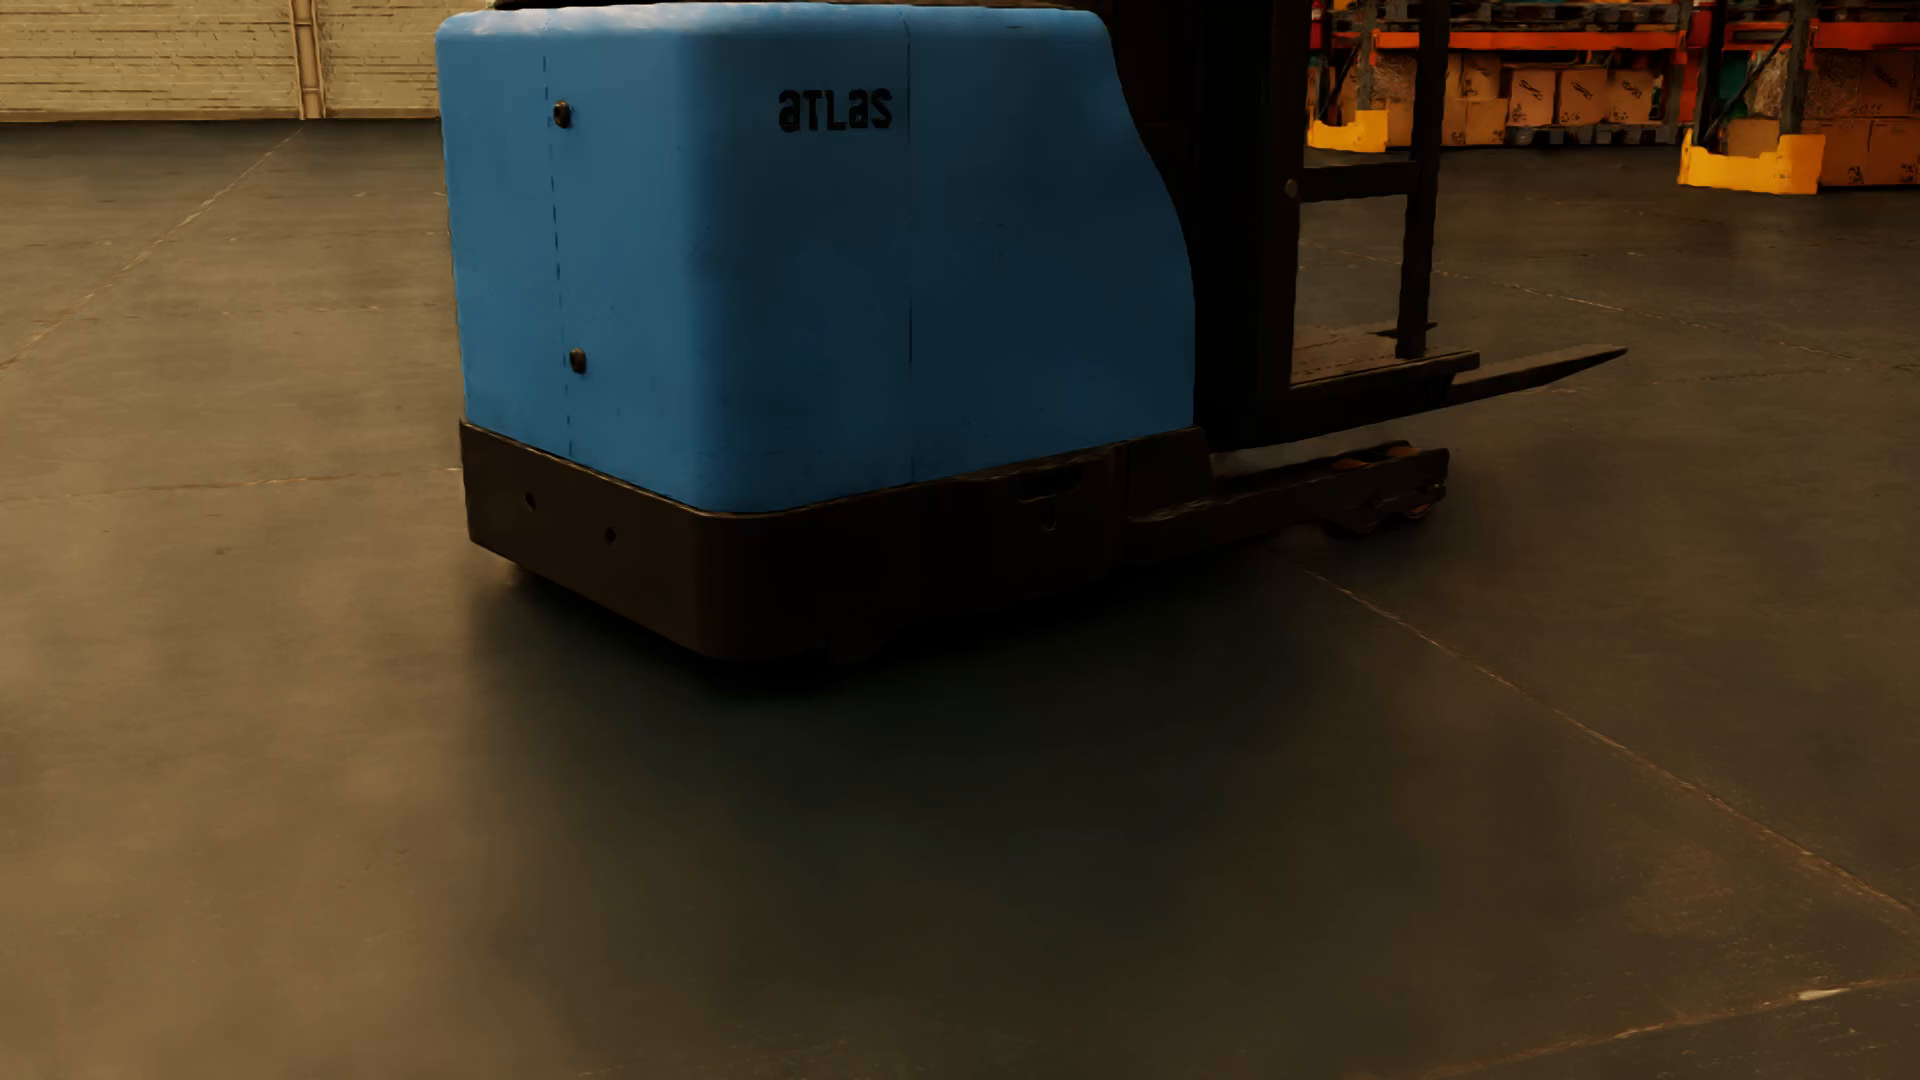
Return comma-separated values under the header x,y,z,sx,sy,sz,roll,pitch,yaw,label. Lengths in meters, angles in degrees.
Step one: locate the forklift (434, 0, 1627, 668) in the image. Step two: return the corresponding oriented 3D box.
x,y,z,sx,sy,sz,roll,pitch,yaw,label
0.465,-1.517,3.532,3.031,2.935,1.130,-13,21,-38,forklift
